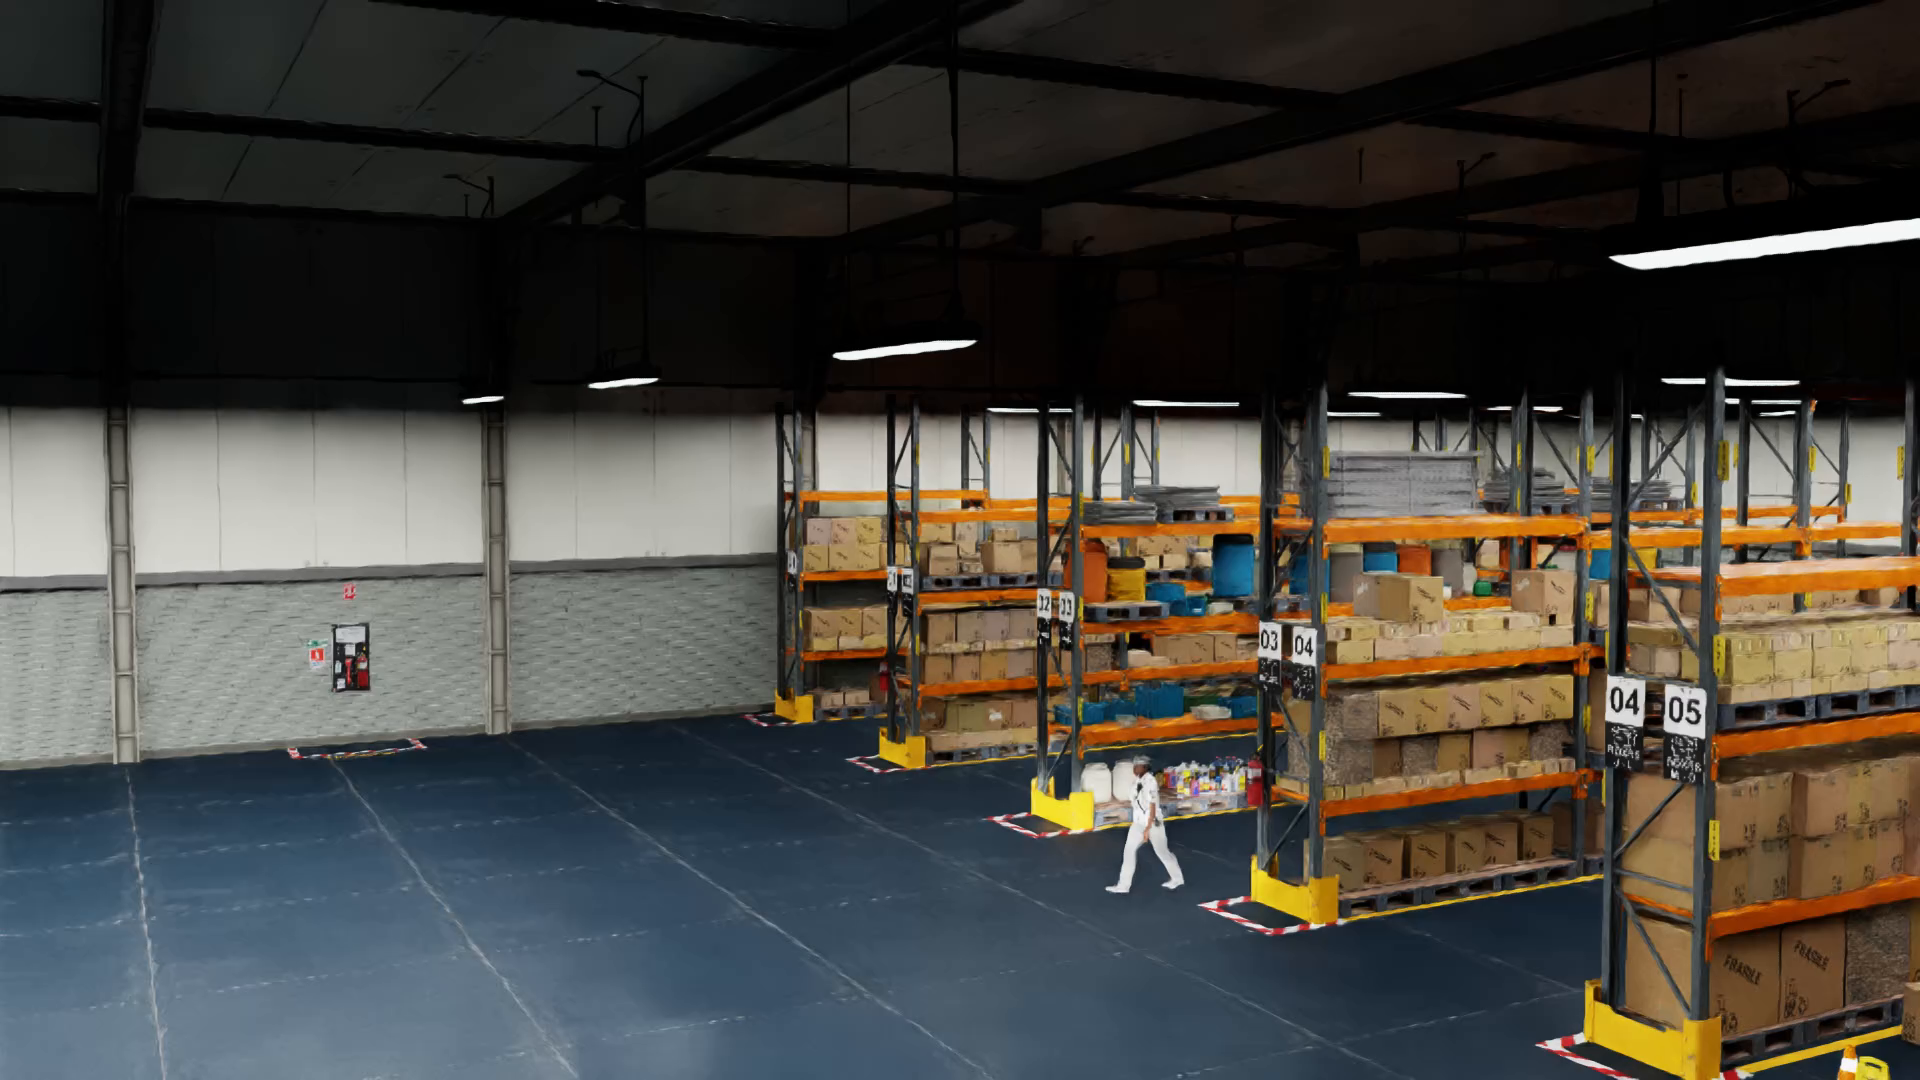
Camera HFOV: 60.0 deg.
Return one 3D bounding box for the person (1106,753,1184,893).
[{"bbox_3d":[2.161,3.258,19.196,0.999,1.623,0.461,-2,4,-29],"label":"person"}]
